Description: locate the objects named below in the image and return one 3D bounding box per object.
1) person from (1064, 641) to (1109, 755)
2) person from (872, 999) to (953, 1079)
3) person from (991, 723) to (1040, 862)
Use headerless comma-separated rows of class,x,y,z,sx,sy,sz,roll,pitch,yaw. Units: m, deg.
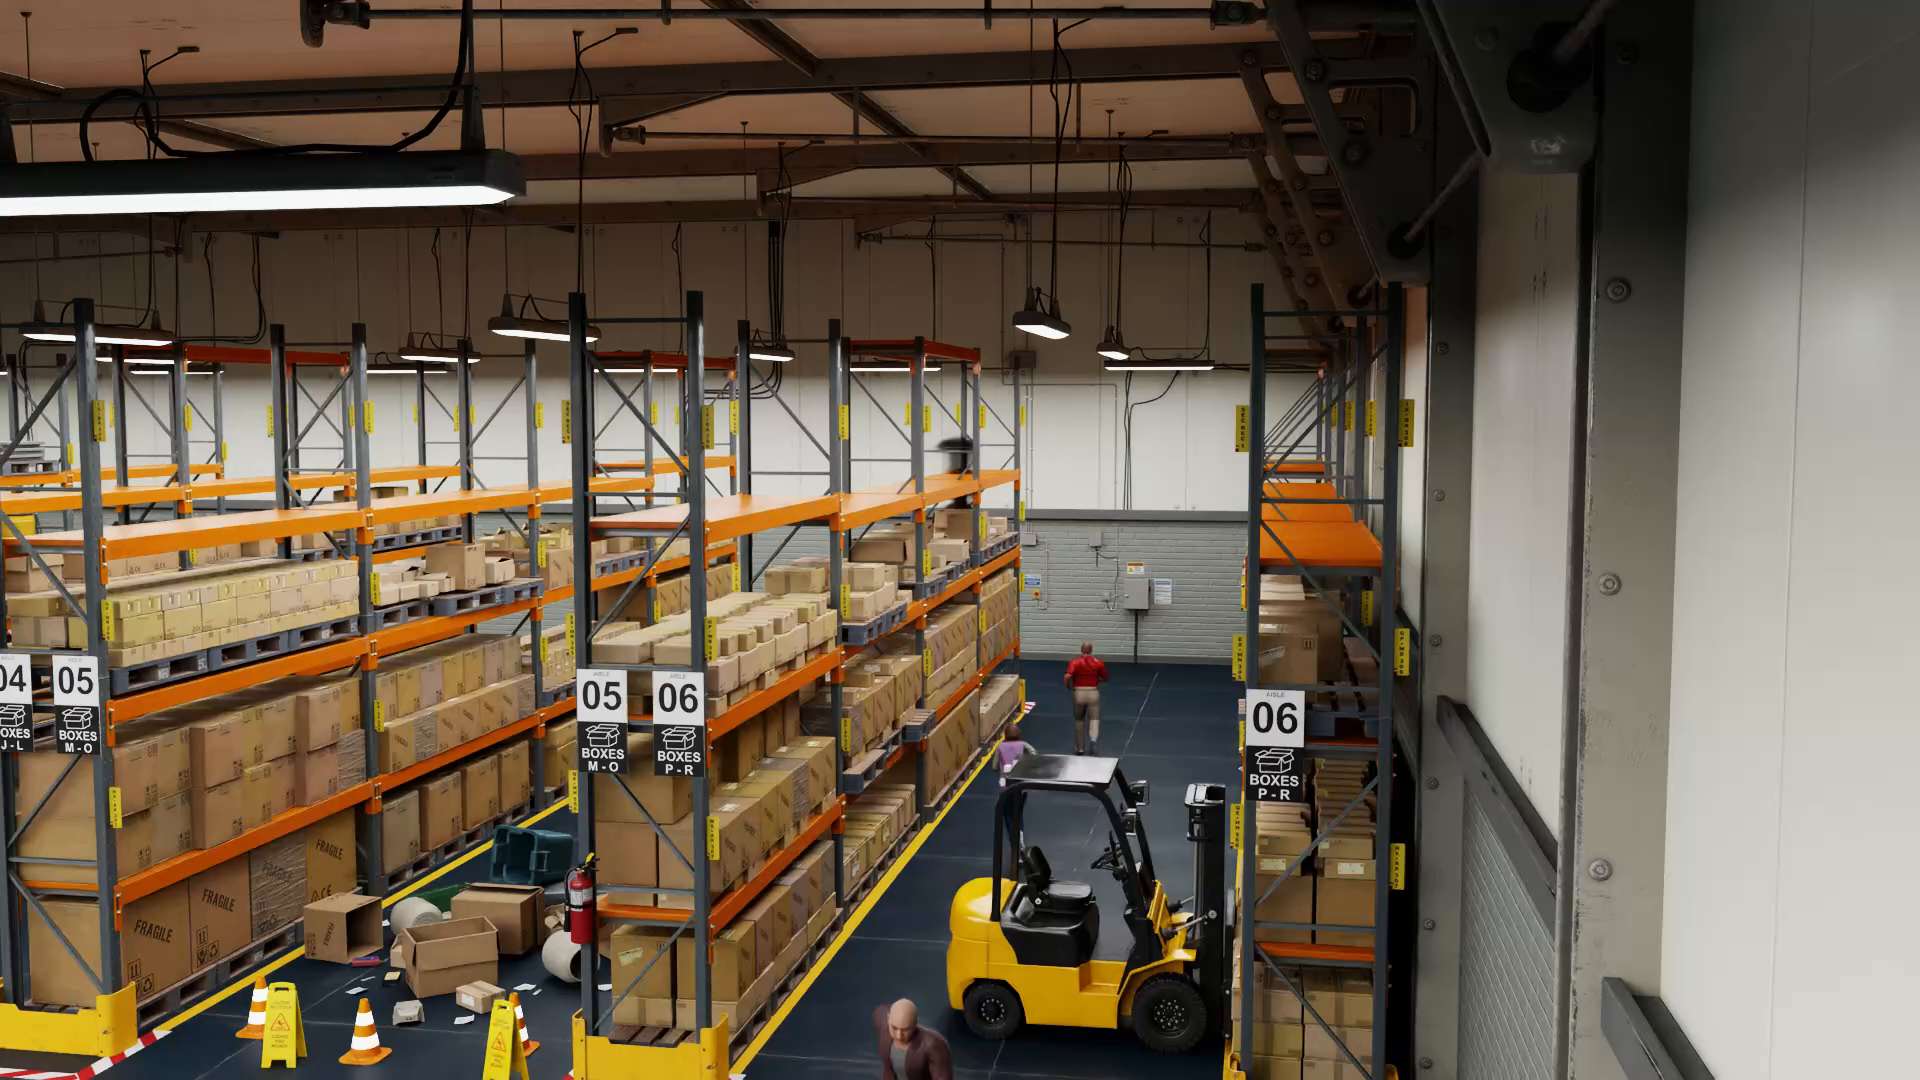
person,1.861,2.336,24.536,0.669,1.687,0.926,0,5,2
person,-0.323,3.545,10.472,0.713,1.544,1.040,2,5,21
person,0.626,2.867,18.965,0.520,1.524,0.784,0,5,-6
